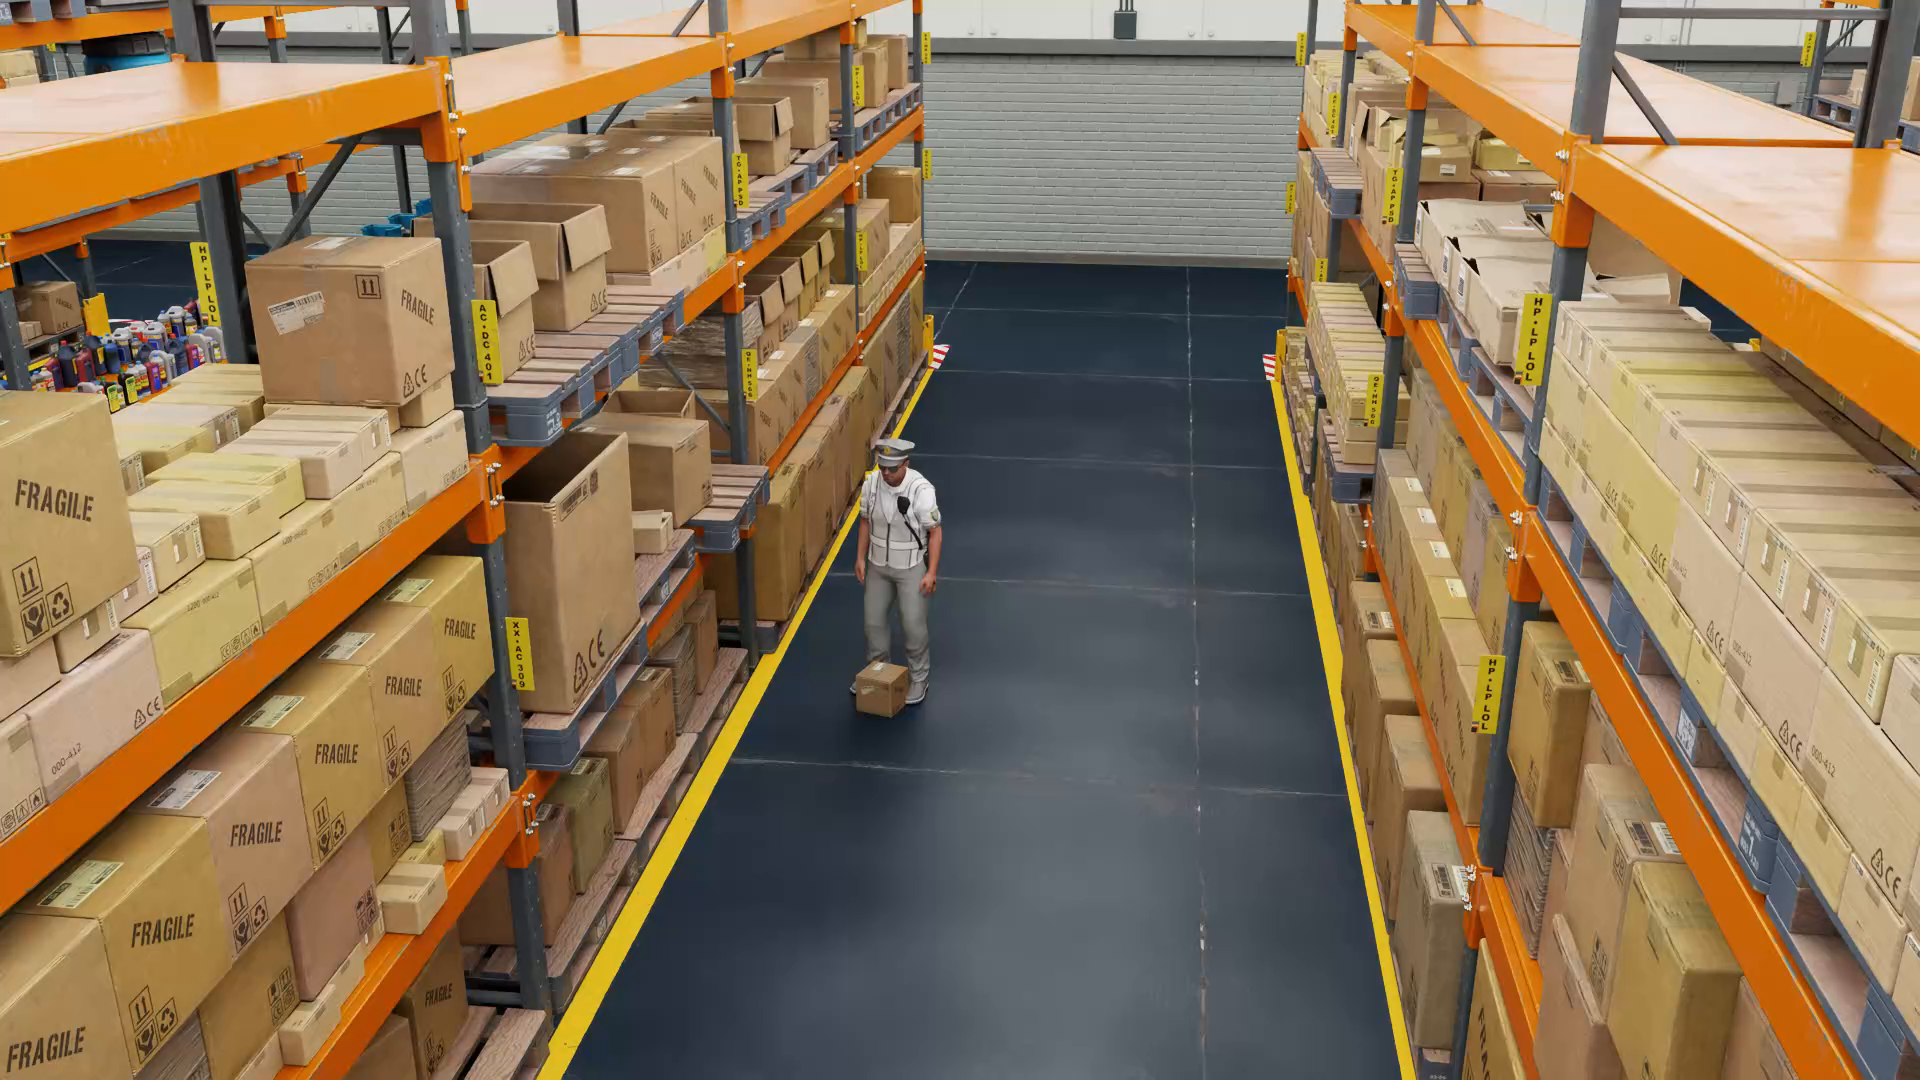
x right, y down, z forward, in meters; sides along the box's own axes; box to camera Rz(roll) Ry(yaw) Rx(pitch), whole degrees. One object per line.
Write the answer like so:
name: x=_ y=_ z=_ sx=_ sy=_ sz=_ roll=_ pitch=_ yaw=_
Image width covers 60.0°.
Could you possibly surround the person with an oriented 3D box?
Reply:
person: x=-0.393 y=0.165 z=10.643 sx=0.585 sy=1.747 sz=0.439 roll=9 pitch=23 yaw=23
